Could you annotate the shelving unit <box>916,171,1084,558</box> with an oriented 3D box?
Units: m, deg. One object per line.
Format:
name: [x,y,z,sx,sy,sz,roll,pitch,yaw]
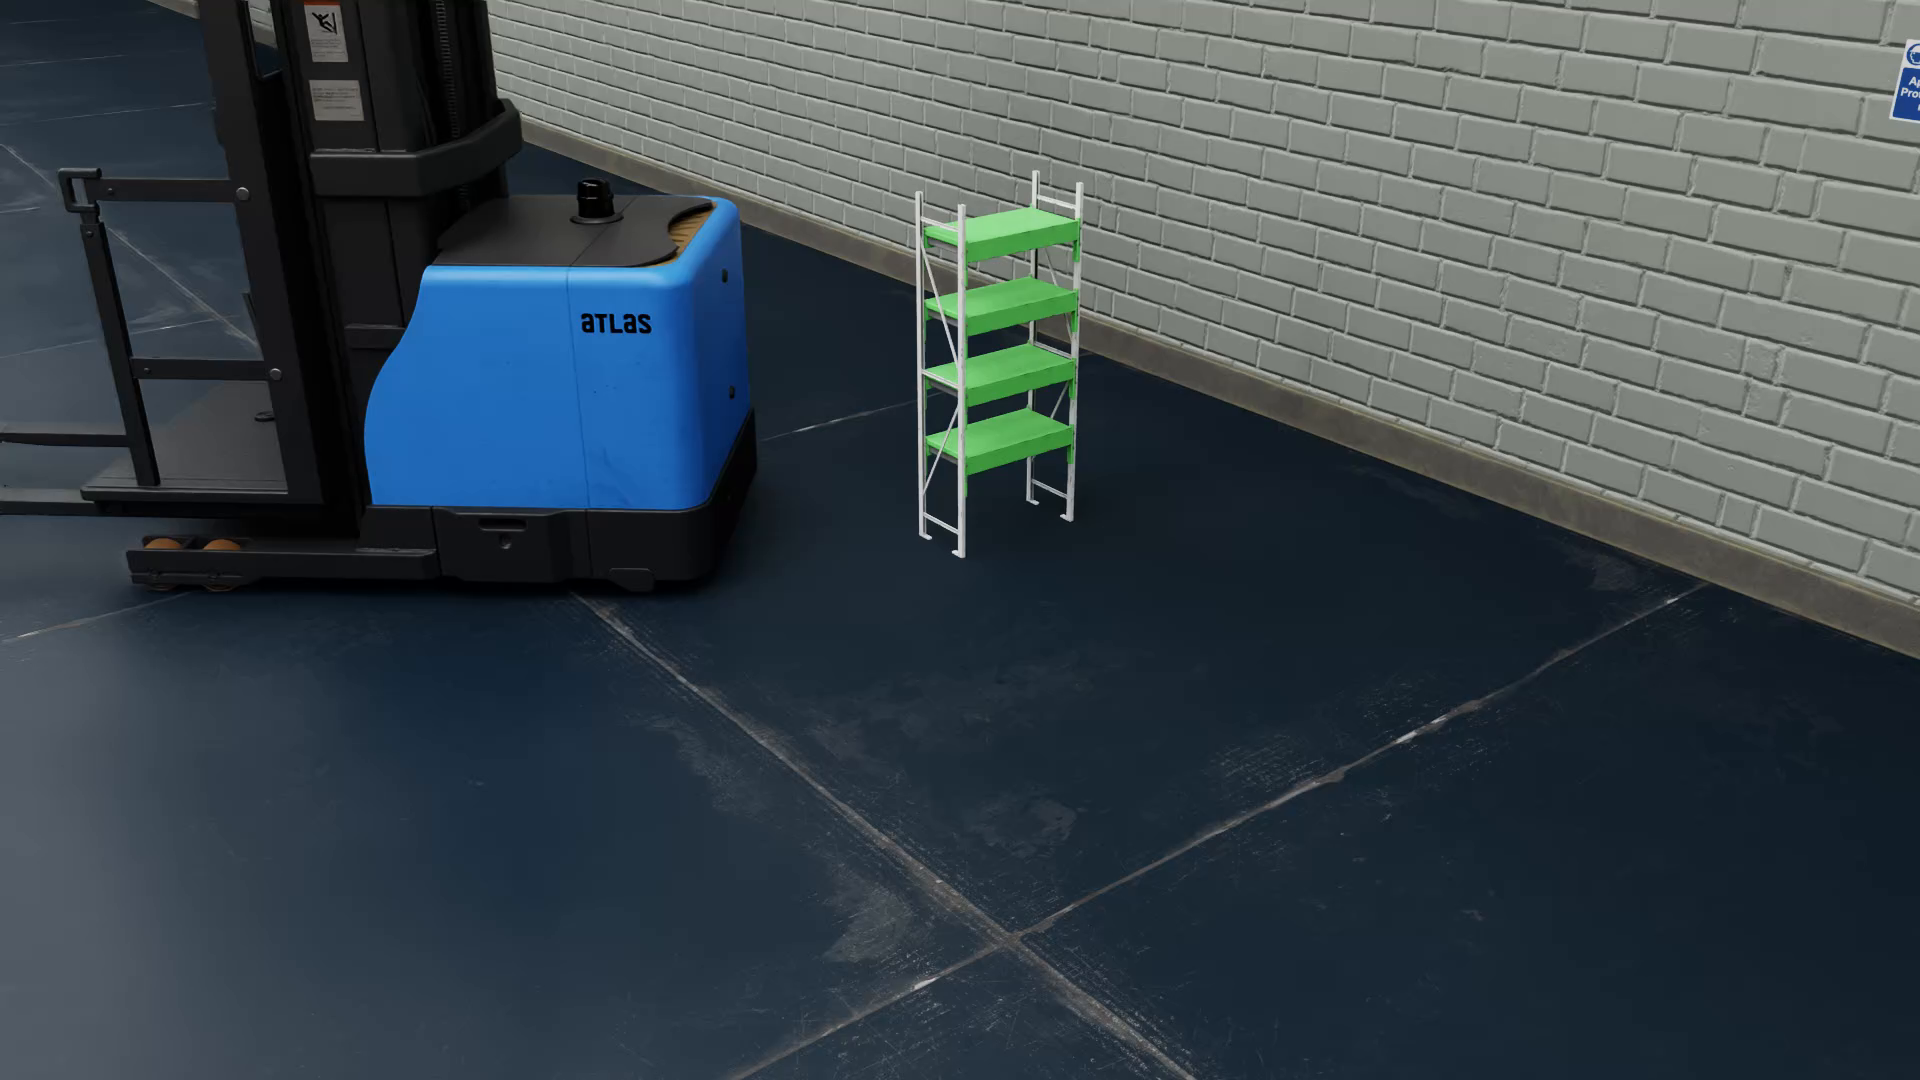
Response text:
shelving unit: [0.130,-0.587,5.590,0.503,1.200,0.258,-18,31,-34]

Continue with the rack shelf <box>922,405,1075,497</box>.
rack shelf: [0.130,-0.312,5.718,0.480,0.148,0.258,-18,31,-34]

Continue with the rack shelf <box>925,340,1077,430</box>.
rack shelf: [0.130,-0.529,5.617,0.480,0.148,0.258,-18,31,-34]

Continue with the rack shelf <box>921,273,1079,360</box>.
rack shelf: [0.130,-0.747,5.516,0.480,0.148,0.258,-18,31,-34]

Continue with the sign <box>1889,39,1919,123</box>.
sign: [2.712,-1.228,4.513,0.001,0.218,0.327,-18,31,-34]

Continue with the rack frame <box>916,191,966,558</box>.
rack frame: [-0.062,-0.524,5.453,0.015,1.200,0.240,-18,31,-34]

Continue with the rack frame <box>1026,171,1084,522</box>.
rack frame: [0.322,-0.651,5.727,0.015,1.200,0.240,-18,31,-34]

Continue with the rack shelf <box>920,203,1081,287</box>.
rack shelf: [0.130,-0.965,5.415,0.480,0.148,0.258,-18,31,-34]

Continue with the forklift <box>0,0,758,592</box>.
forklift: [-2.282,-1.382,5.245,3.031,2.935,1.130,1,25,2]
